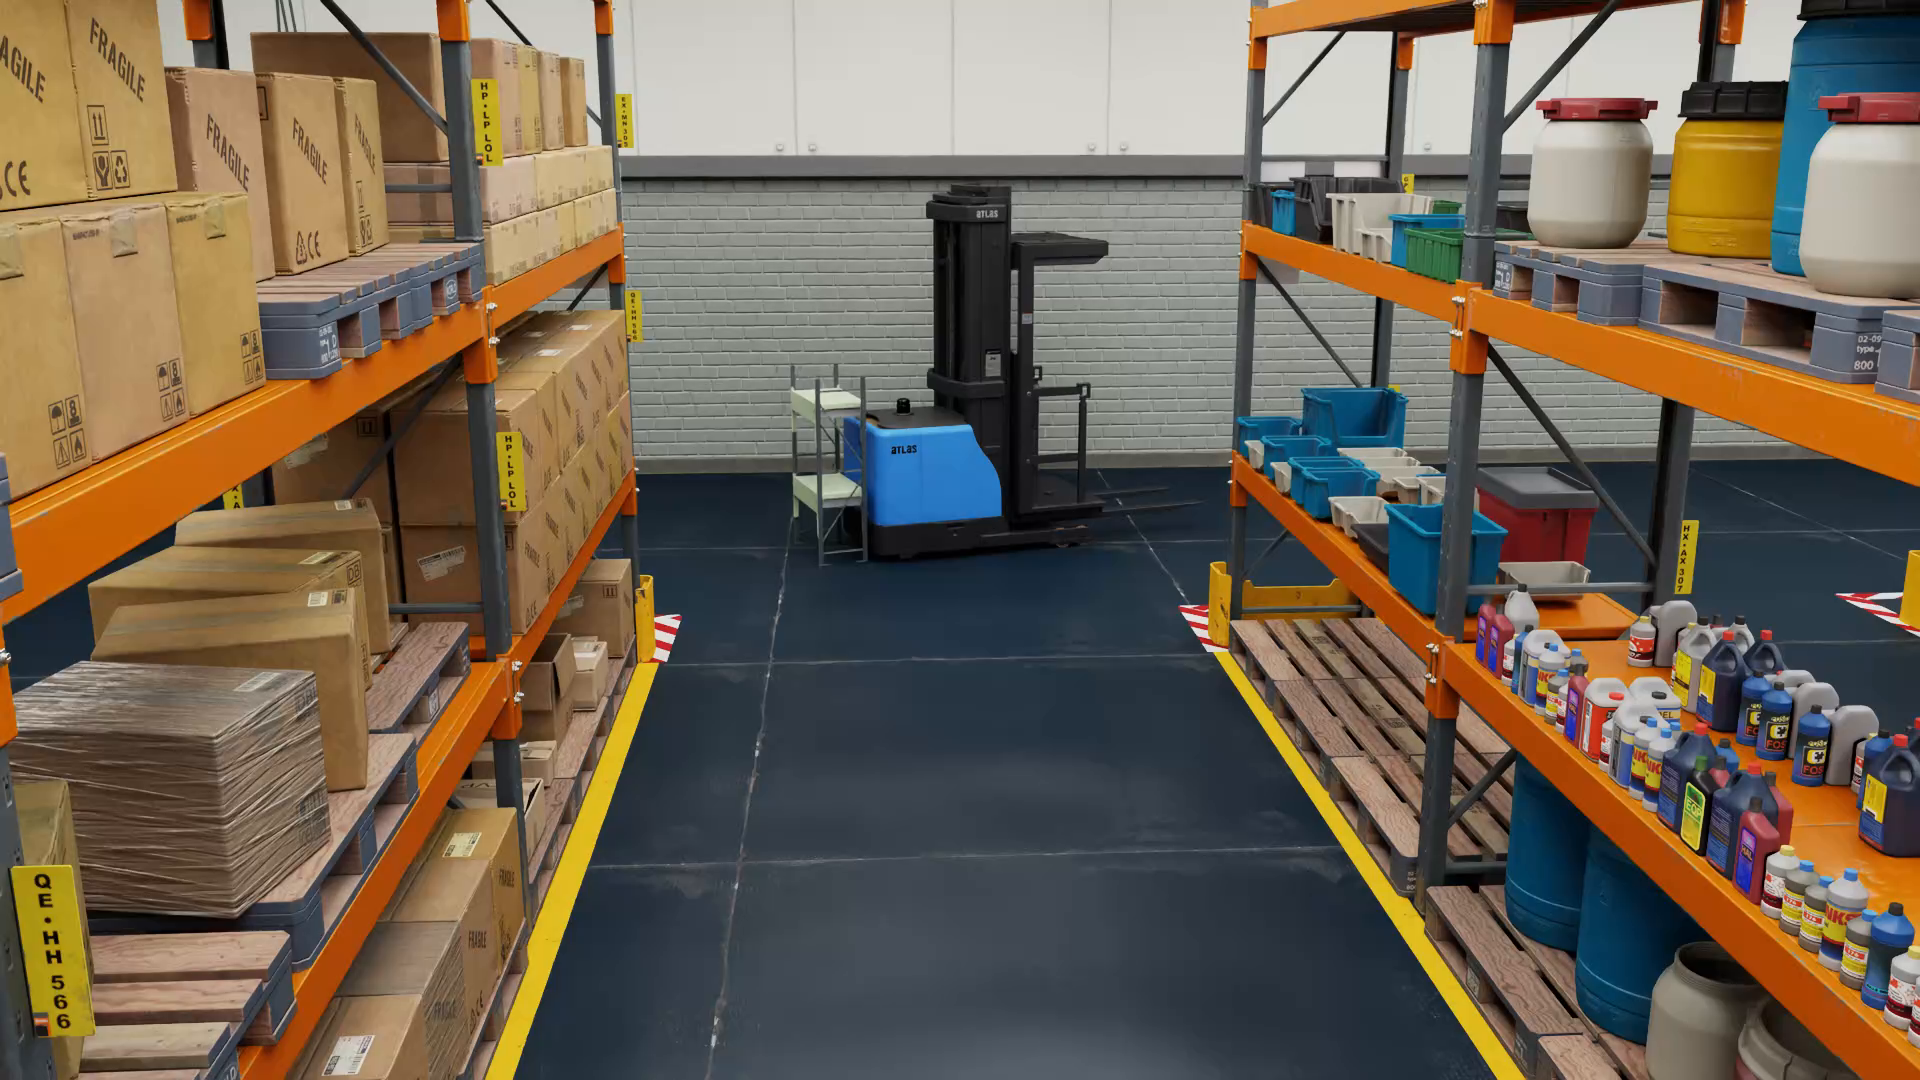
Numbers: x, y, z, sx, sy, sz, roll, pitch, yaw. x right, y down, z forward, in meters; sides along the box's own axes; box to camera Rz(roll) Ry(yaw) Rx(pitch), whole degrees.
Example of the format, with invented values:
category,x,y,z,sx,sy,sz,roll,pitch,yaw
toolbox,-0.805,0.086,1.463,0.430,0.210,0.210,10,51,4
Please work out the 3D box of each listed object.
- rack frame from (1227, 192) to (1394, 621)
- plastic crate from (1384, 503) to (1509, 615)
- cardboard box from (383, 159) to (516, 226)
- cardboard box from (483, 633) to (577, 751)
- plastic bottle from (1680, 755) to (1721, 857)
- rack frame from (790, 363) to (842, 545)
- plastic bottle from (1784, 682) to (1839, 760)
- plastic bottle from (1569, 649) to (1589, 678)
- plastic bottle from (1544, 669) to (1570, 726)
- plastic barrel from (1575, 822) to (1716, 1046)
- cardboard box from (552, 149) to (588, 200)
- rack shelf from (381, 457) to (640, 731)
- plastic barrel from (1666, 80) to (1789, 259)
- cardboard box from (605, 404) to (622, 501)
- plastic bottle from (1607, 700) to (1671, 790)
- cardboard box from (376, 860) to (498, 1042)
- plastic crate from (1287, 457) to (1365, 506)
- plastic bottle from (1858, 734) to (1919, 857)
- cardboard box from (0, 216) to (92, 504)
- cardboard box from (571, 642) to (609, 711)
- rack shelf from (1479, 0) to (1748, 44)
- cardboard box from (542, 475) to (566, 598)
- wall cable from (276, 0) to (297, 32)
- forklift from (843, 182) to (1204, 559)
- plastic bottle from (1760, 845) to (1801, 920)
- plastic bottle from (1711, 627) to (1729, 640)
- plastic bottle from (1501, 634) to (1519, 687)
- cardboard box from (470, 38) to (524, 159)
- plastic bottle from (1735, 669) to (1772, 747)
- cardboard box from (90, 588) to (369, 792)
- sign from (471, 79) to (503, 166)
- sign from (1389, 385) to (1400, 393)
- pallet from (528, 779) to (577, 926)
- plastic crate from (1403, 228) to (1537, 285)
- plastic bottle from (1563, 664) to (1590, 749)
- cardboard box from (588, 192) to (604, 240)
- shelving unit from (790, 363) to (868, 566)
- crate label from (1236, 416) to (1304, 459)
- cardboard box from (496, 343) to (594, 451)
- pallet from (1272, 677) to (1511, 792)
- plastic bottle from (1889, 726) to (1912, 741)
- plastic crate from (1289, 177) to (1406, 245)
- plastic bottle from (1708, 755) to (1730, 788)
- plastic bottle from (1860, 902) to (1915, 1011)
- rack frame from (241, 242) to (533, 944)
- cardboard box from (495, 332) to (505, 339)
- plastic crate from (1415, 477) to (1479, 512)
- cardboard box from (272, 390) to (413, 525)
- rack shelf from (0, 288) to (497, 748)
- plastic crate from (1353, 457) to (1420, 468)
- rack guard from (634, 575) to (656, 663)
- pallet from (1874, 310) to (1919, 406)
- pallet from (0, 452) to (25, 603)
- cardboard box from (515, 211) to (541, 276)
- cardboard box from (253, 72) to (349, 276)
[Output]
category,x,y,z,sx,sy,sz,roll,pitch,yaw
rack frame,2.318,-0.777,11.028,1.000,3.000,0.127,-1,14,-3
plastic crate,2.196,0.085,7.587,0.392,0.384,0.575,-1,14,-3
cardboard box,-2.160,-1.454,6.936,0.500,0.250,0.500,-1,14,-3
cardboard box,-2.500,0.822,8.940,0.797,0.503,0.637,-1,14,-3
plastic bottle,2.272,0.811,5.088,0.061,0.283,0.133,-1,14,-3
rack frame,-1.189,-0.707,13.763,0.400,1.500,0.023,-5,15,-20
plastic bottle,2.975,0.620,5.845,0.152,0.276,0.135,-1,14,-3
plastic bottle,2.360,0.519,6.388,0.097,0.201,0.097,0,14,0
plastic bottle,2.223,0.579,6.155,0.097,0.201,0.097,0,14,0
plastic barrel,2.626,1.342,6.160,0.600,0.901,0.708,-1,14,-3
cardboard box,-2.281,-1.952,8.869,0.500,0.250,0.500,-1,14,-3
rack shelf,-2.502,0.144,8.891,1.077,0.370,4.000,-1,14,-3
plastic barrel,2.825,-1.306,5.842,0.600,0.588,0.600,0,14,0
cardboard box,-2.291,-0.514,9.805,0.500,0.500,0.500,-1,14,-3
plastic bottle,2.286,0.686,5.588,0.152,0.276,0.135,-1,14,-3
cardboard box,-2.039,1.532,6.187,0.500,0.500,0.500,-1,14,-3
plastic crate,2.086,-0.332,9.511,0.416,0.233,0.300,-1,14,-3
plastic bottle,2.874,0.775,5.095,0.144,0.351,0.185,-1,14,-3
cardboard box,-2.191,-0.321,3.035,0.910,0.500,0.500,-1,14,-3
cardboard box,-2.318,0.785,9.592,0.500,0.250,0.500,-1,14,-3
rack shelf,2.690,-1.649,4.621,1.077,0.370,4.000,-1,14,-3
cardboard box,-2.173,-0.014,7.860,0.500,0.500,0.500,-1,14,-2
wall cable,-4.864,-5.926,15.095,3.097,2.526,0.112,-1,14,-3
forklift,0.582,-1.474,13.873,3.031,2.935,1.130,-5,15,-20
plastic bottle,2.317,0.958,4.680,0.097,0.201,0.097,0,14,0
plastic bottle,2.935,0.461,6.463,0.152,0.276,0.135,-1,14,-3
plastic bottle,2.196,0.473,6.567,0.097,0.201,0.097,0,14,0
cardboard box,-2.336,-1.939,7.317,0.700,0.500,0.500,-1,14,-3
plastic bottle,2.843,0.595,5.950,0.097,0.271,0.097,0,14,0
cardboard box,-2.207,0.479,5.100,0.700,0.500,0.500,-5,15,-18
sign,-1.825,-1.610,6.418,0.100,0.325,0.005,-1,14,-3
sign,2.866,-0.869,11.057,0.100,0.325,0.005,-1,14,-3
pallet,-2.420,1.473,7.880,1.003,0.211,1.213,-1,14,-3
plastic crate,2.238,-1.233,7.206,0.450,0.188,0.662,-1,14,-3
plastic bottle,2.218,0.592,5.938,0.061,0.283,0.133,-1,14,-3
cardboard box,-2.311,-1.834,9.415,0.500,0.250,0.500,-1,14,-3
shelving unit,-1.060,-0.621,13.431,0.431,1.500,0.755,-5,15,-20
crate label,2.005,-0.659,10.783,0.416,0.233,0.303,-1,14,-3
cardboard box,-2.223,-0.746,8.698,0.500,0.500,0.500,0,14,-2
pallet,2.403,1.081,9.400,1.003,0.211,1.213,-1,14,-3
plastic bottle,3.049,0.731,5.399,0.061,0.283,0.133,-1,14,-3
plastic crate,2.138,-1.816,9.169,0.504,0.338,0.767,-1,14,-3
plastic bottle,2.333,0.810,5.092,0.061,0.283,0.133,-1,14,-3
plastic bottle,2.347,1.046,4.201,0.097,0.271,0.097,0,14,0
rack frame,-2.378,0.293,6.868,1.000,3.000,0.127,-1,14,-3
cardboard box,-2.796,-0.866,9.164,0.500,0.500,0.500,-1,14,-3
plastic crate,2.655,-0.137,8.656,0.437,0.282,0.530,-1,14,-3
cardboard box,-2.668,-0.362,7.205,0.500,0.500,0.500,-1,14,-3
rack shelf,-2.254,-0.314,4.651,1.077,0.370,4.000,-1,14,-3
plastic crate,2.553,-0.407,9.995,0.396,0.136,0.243,-1,14,-3
rack guard,-2.621,0.528,10.973,1.175,0.500,0.348,-1,14,-3
pallet,2.864,-0.341,3.691,1.003,0.211,1.213,-1,14,-3
pallet,-1.999,0.094,2.001,1.213,0.211,1.003,0,14,-1
cardboard box,-2.188,-1.336,7.482,0.500,0.250,0.500,-1,14,-3
cardboard box,-2.356,-1.168,5.281,0.600,0.600,0.600,-1,14,-4
